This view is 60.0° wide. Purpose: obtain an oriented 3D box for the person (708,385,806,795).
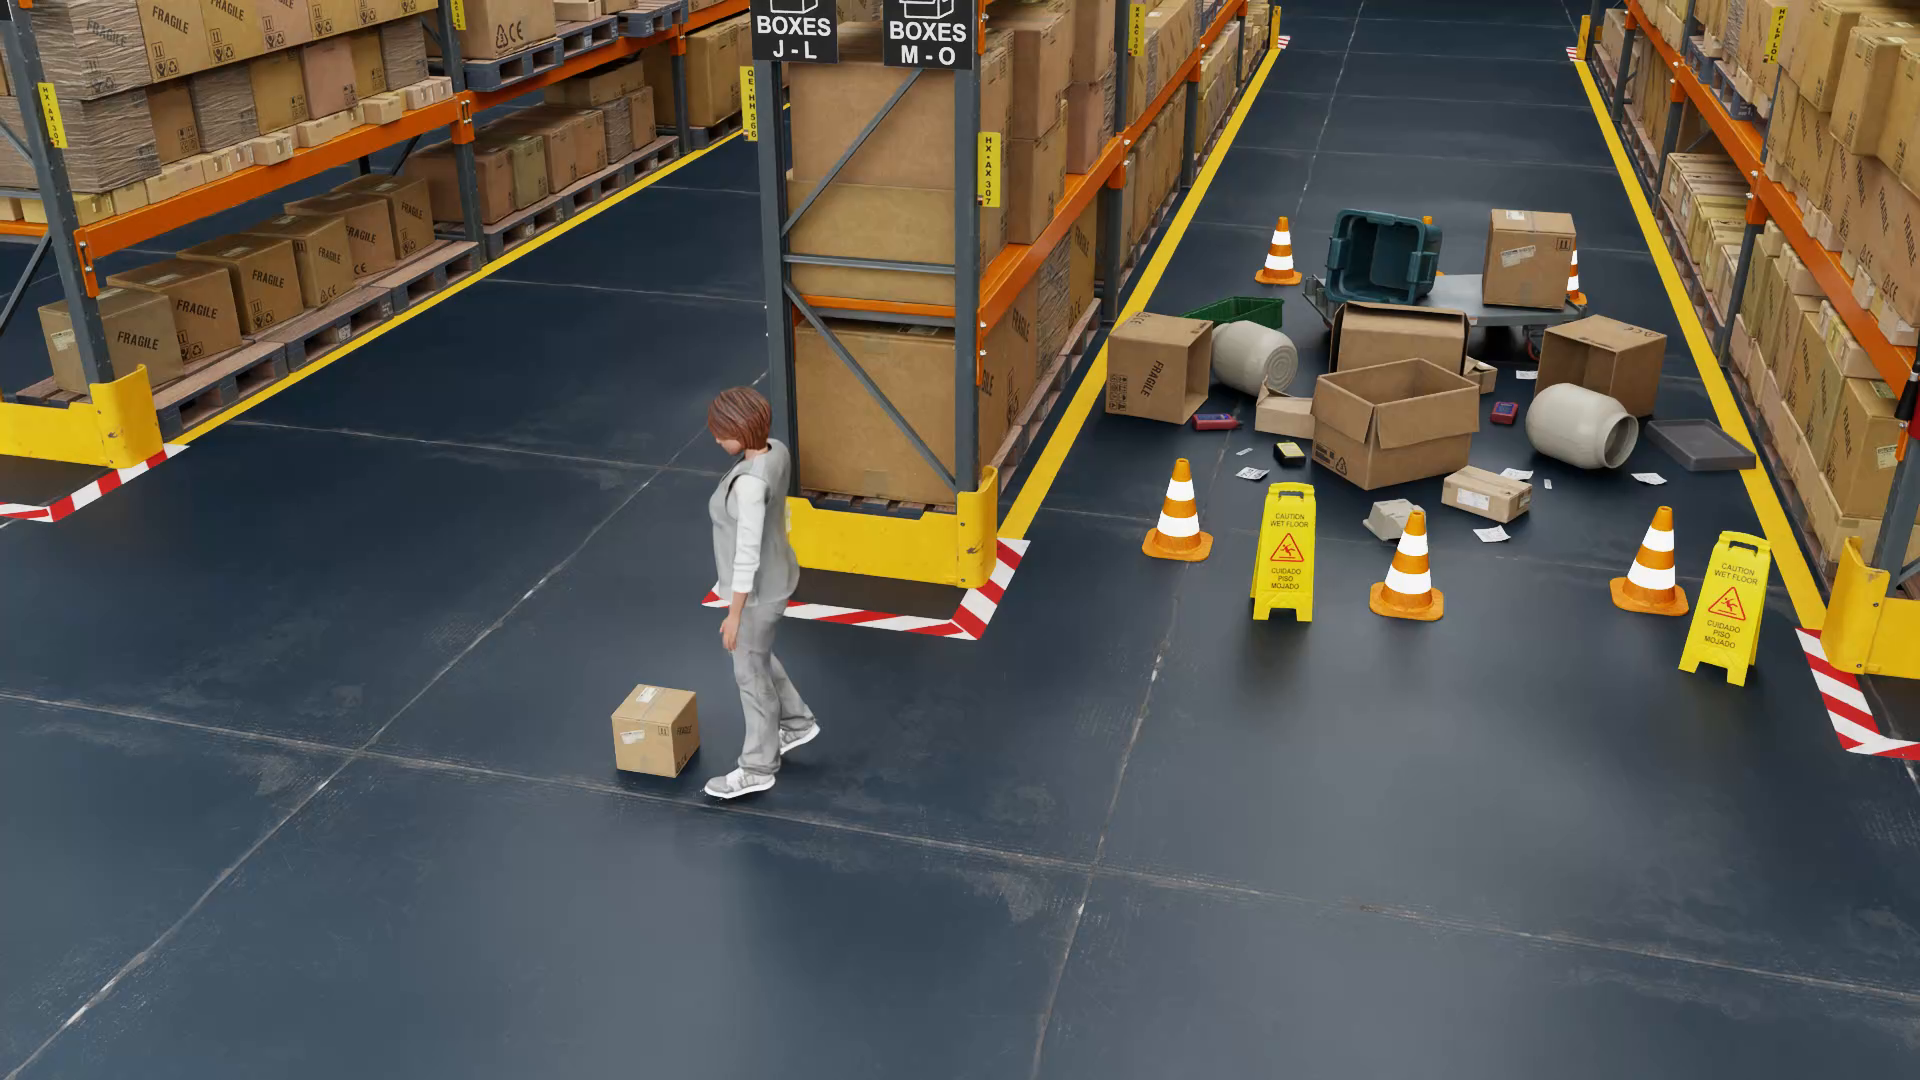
[{"bbox_3d":[-0.772,0.204,6.172,0.348,1.612,0.506,3,26,7],"label":"person"}]
